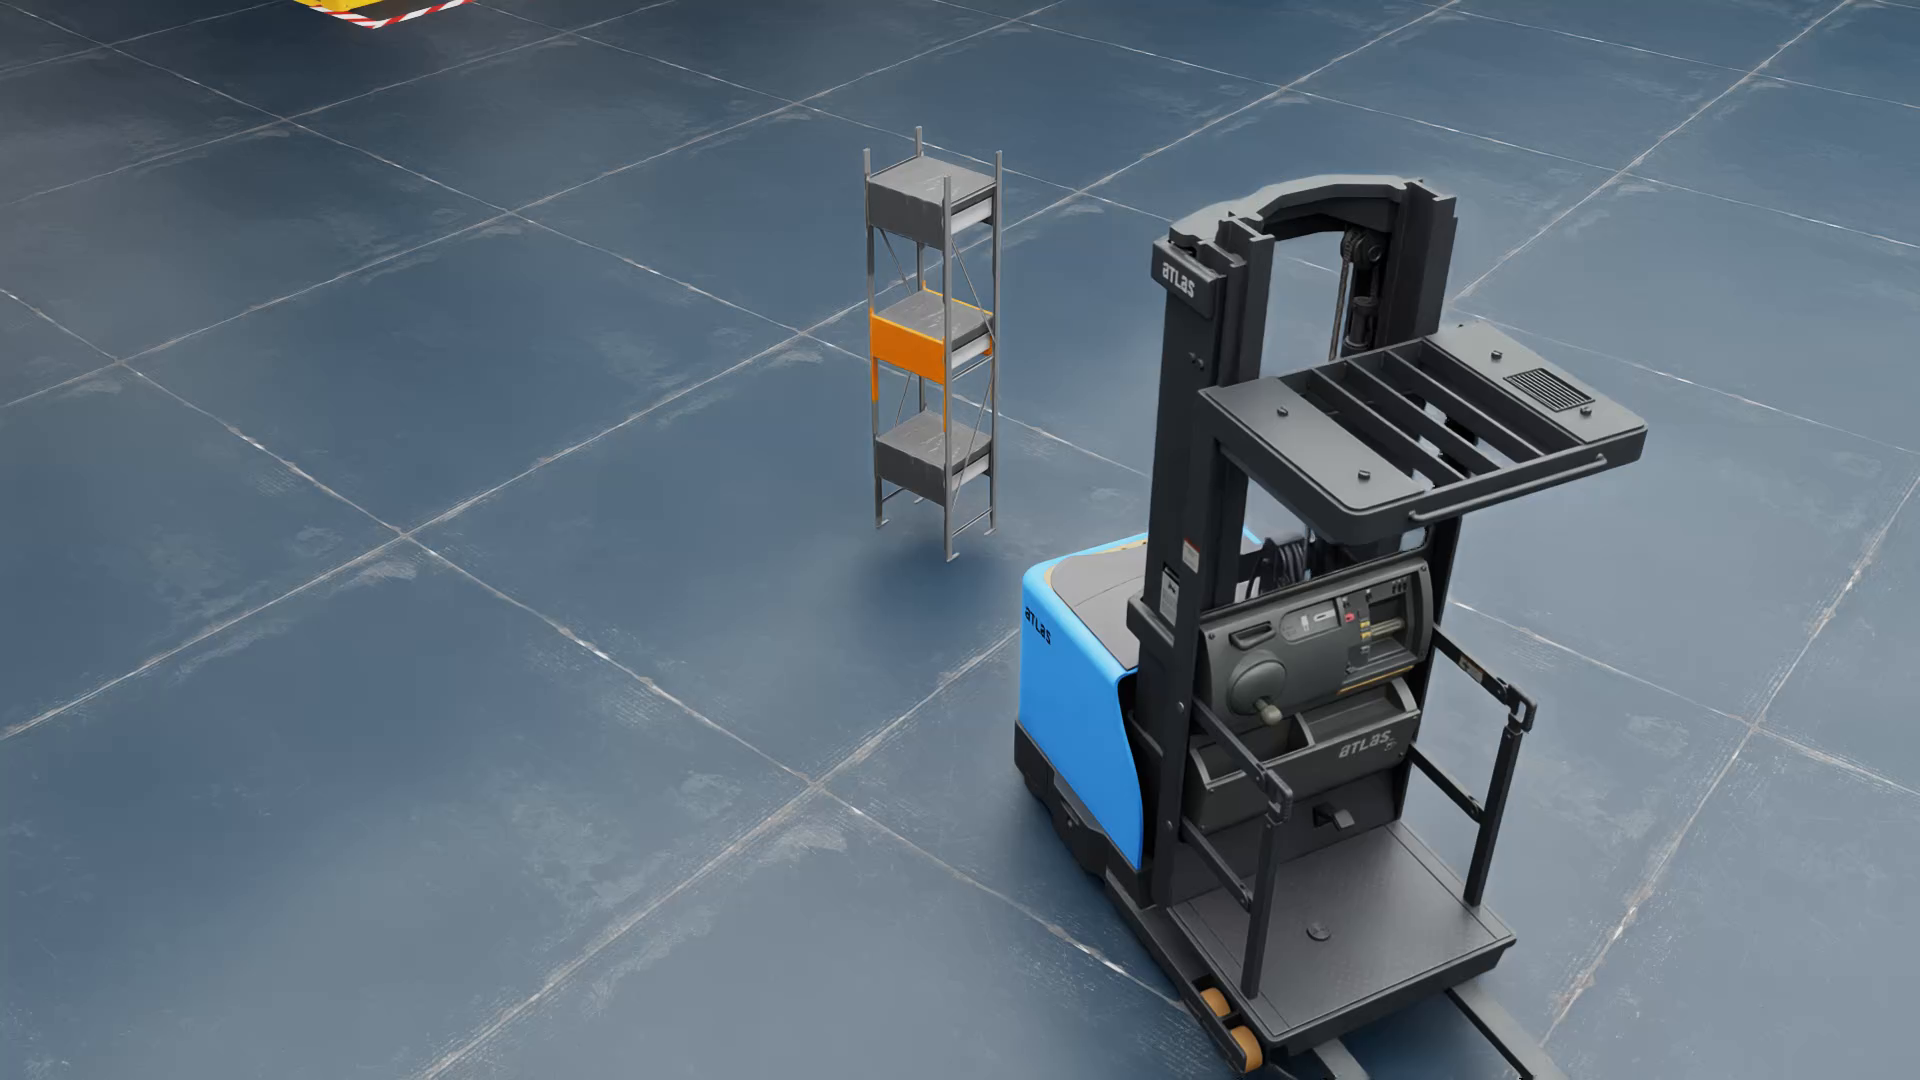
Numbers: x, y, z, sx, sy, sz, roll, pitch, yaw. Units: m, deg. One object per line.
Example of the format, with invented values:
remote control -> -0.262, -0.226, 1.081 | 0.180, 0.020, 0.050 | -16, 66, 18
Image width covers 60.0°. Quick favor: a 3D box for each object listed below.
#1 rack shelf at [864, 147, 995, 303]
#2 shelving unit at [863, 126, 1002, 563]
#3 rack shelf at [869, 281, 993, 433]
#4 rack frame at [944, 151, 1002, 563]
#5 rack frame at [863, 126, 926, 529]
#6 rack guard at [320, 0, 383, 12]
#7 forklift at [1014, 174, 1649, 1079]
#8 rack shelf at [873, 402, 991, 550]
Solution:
rack shelf -> -0.127, -1.491, 7.854 | 0.480, 0.518, 0.431 | 25, 42, 32
shelving unit -> -0.127, -0.926, 8.243 | 0.503, 2.100, 0.431 | 25, 42, 32
rack shelf -> -0.127, -0.914, 8.251 | 0.480, 0.518, 0.431 | 25, 42, 32
rack frame -> 0.060, -0.837, 8.114 | 0.015, 2.100, 0.400 | 25, 42, 32
rack frame -> -0.315, -1.014, 8.372 | 0.015, 2.100, 0.400 | 25, 42, 32
rack guard -> -5.830, -5.676, 16.573 | 0.348, 0.500, 1.175 | 25, 42, 32
forklift -> 1.334, 0.416, 5.556 | 1.130, 2.935, 3.031 | -15, 37, -21
rack shelf -> -0.127, -0.337, 8.647 | 0.480, 0.518, 0.431 | 25, 42, 32
